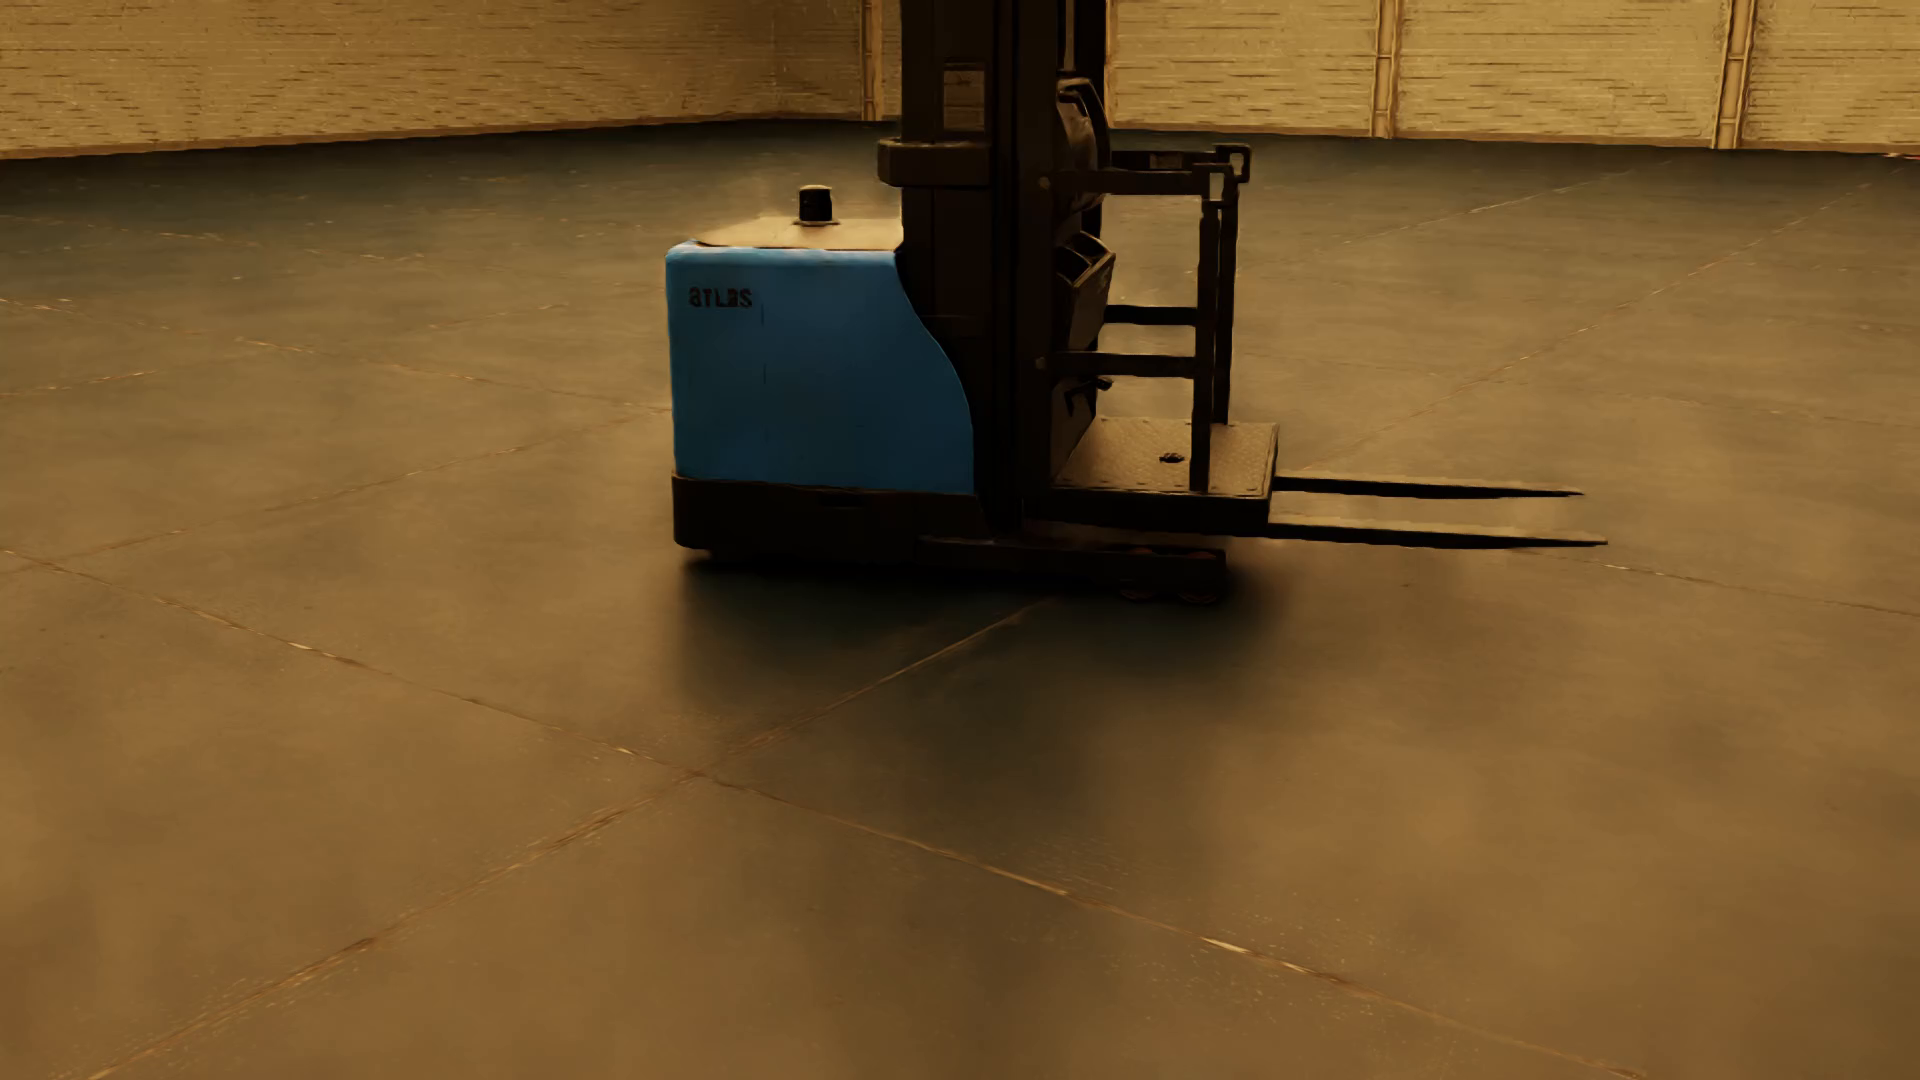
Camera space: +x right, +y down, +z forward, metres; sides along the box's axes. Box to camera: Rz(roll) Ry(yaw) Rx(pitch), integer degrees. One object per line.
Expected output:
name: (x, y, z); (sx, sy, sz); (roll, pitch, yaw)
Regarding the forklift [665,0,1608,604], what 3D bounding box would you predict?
forklift: (0.595, -1.367, 5.404); (3.031, 2.935, 1.130); (4, 17, 12)
